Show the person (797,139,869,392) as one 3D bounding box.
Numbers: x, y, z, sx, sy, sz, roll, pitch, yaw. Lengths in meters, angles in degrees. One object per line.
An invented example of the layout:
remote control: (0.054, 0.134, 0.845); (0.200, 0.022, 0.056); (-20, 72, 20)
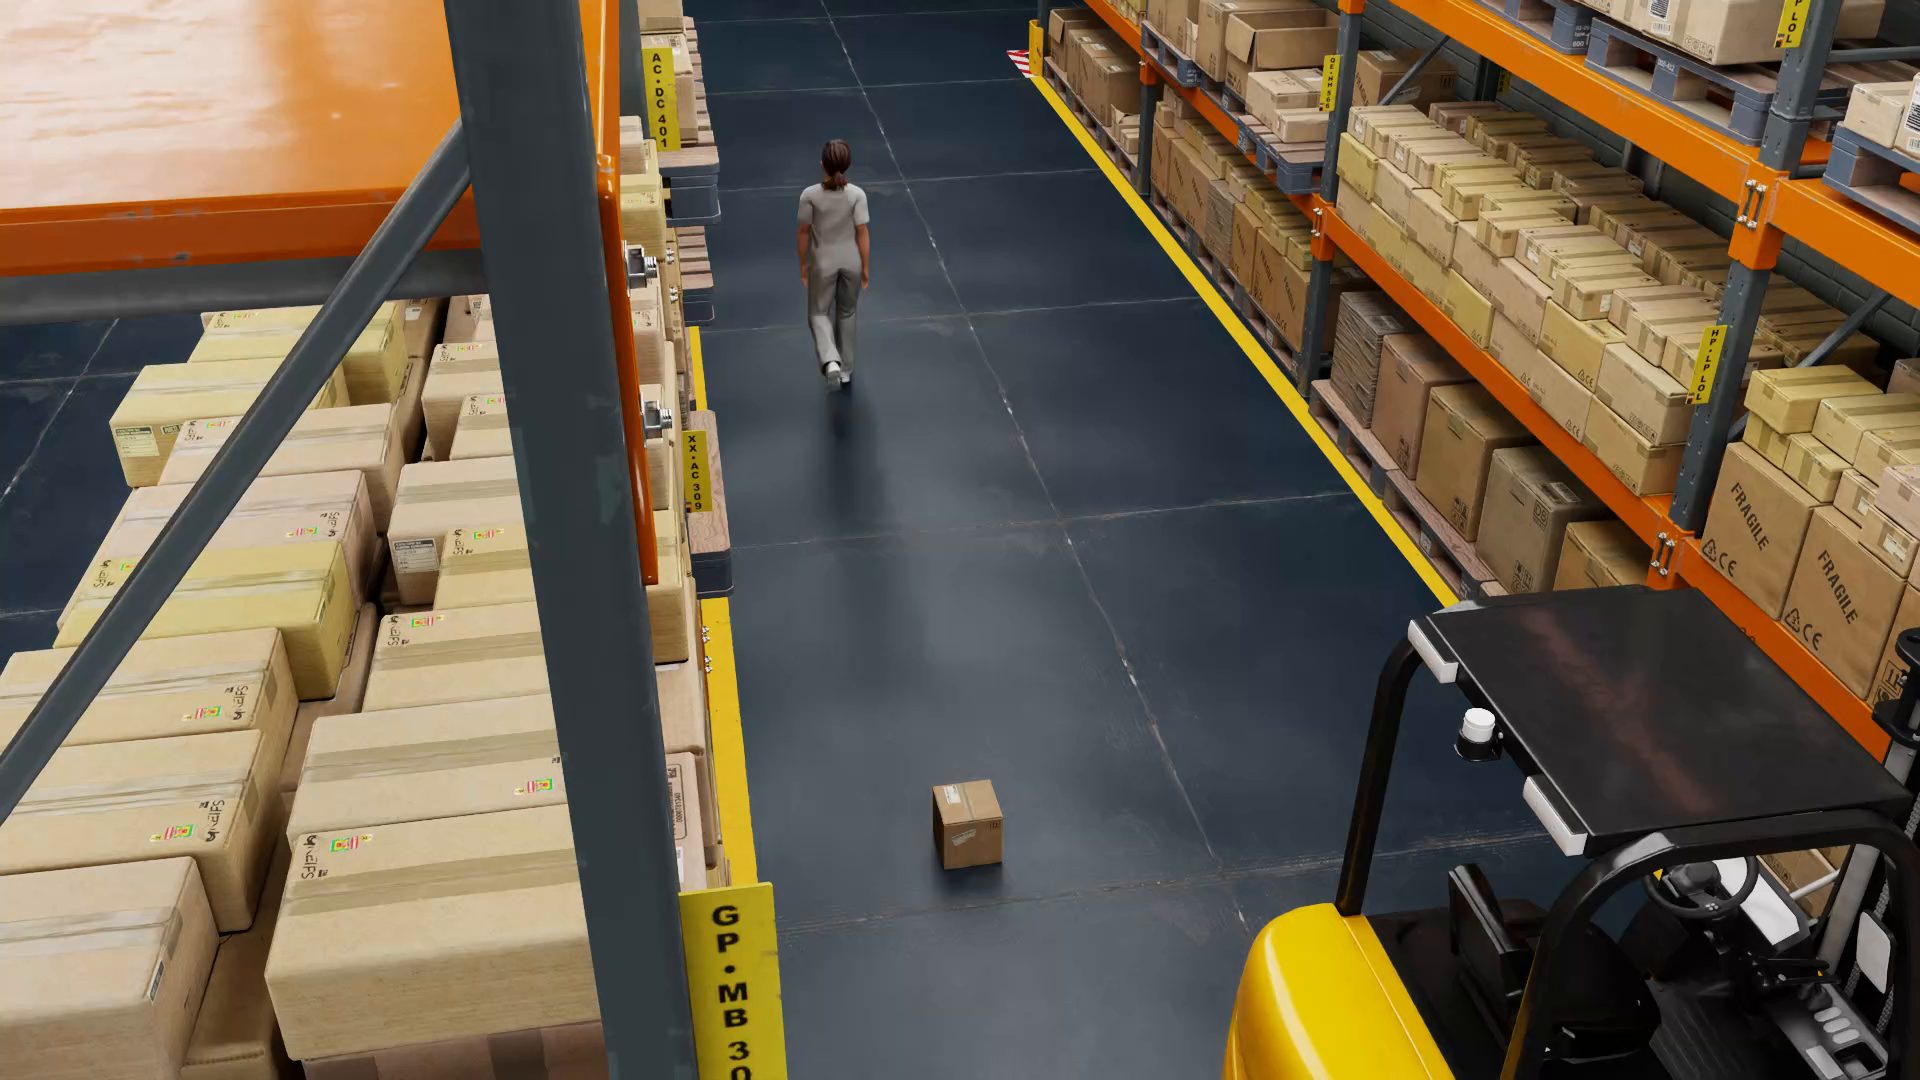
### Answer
person: (-0.787, -1.703, 10.470); (0.450, 1.646, 0.741); (-5, 31, -8)
